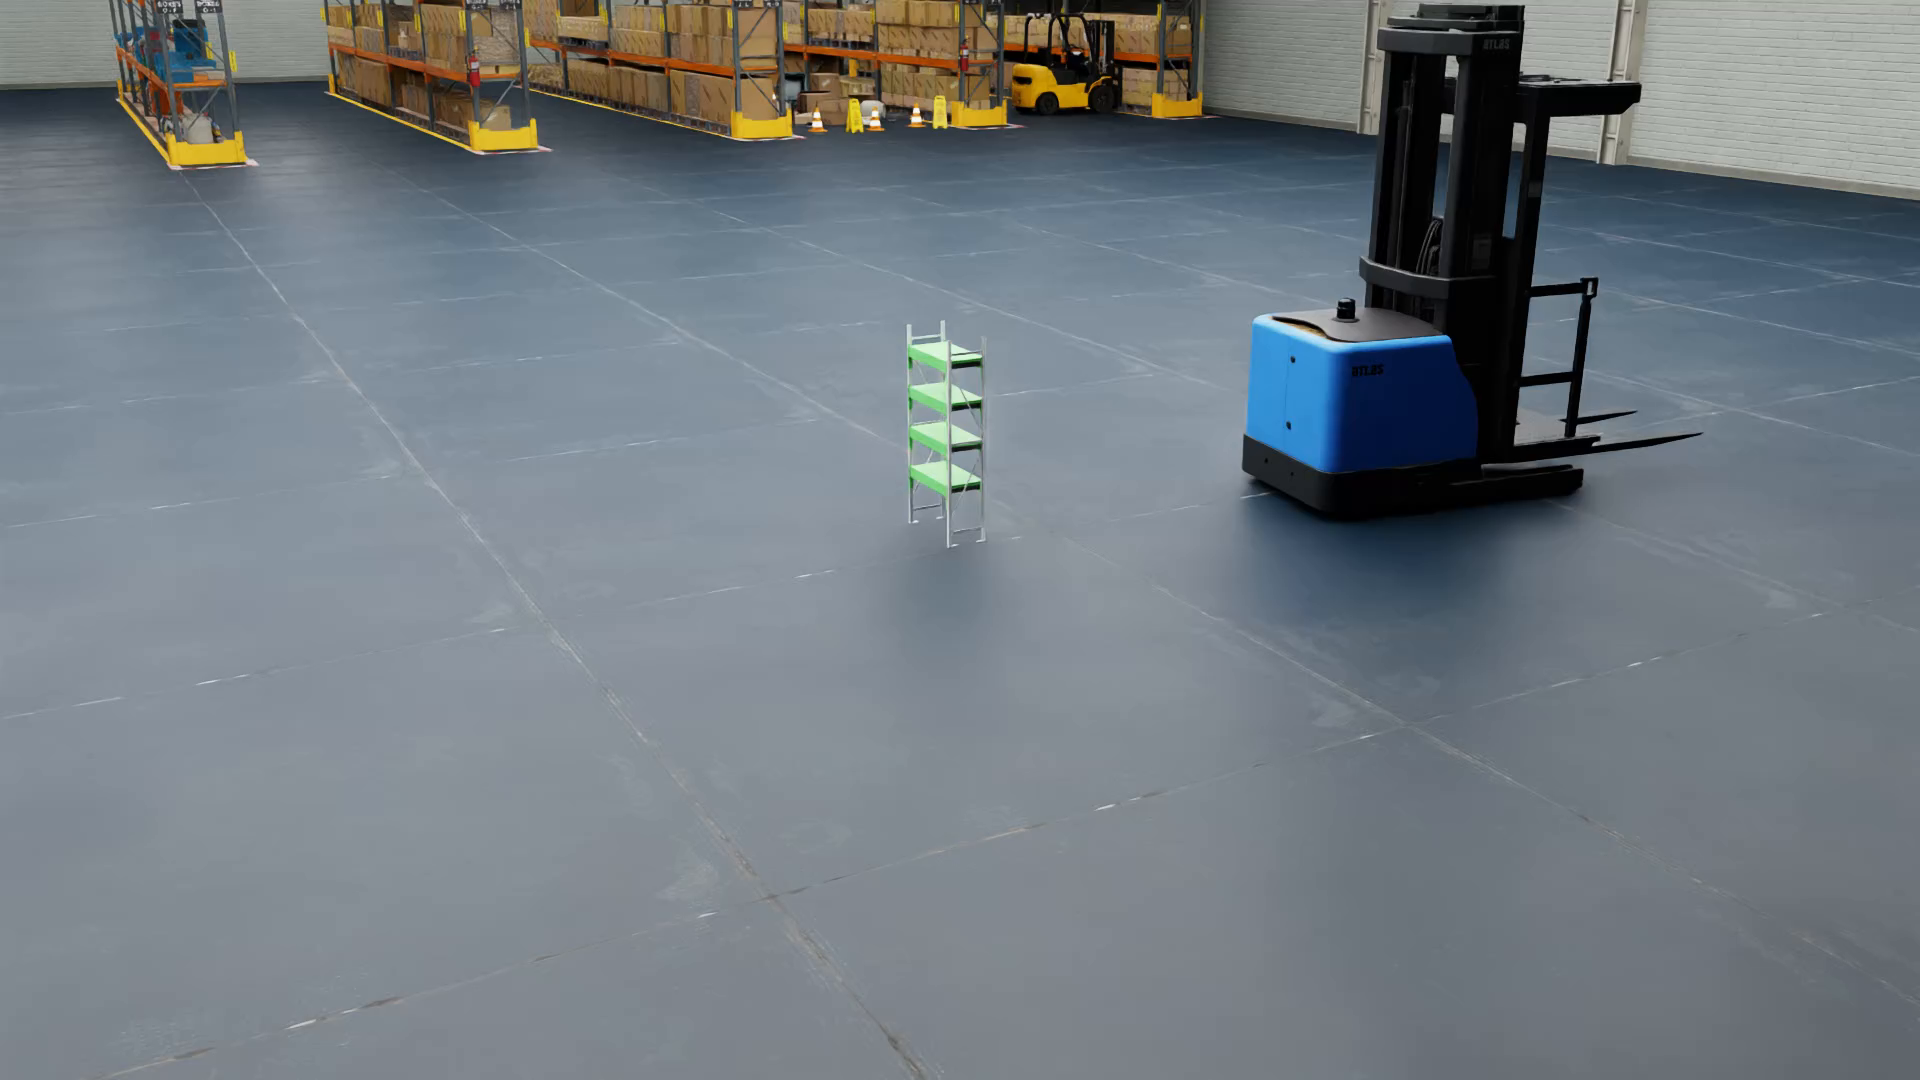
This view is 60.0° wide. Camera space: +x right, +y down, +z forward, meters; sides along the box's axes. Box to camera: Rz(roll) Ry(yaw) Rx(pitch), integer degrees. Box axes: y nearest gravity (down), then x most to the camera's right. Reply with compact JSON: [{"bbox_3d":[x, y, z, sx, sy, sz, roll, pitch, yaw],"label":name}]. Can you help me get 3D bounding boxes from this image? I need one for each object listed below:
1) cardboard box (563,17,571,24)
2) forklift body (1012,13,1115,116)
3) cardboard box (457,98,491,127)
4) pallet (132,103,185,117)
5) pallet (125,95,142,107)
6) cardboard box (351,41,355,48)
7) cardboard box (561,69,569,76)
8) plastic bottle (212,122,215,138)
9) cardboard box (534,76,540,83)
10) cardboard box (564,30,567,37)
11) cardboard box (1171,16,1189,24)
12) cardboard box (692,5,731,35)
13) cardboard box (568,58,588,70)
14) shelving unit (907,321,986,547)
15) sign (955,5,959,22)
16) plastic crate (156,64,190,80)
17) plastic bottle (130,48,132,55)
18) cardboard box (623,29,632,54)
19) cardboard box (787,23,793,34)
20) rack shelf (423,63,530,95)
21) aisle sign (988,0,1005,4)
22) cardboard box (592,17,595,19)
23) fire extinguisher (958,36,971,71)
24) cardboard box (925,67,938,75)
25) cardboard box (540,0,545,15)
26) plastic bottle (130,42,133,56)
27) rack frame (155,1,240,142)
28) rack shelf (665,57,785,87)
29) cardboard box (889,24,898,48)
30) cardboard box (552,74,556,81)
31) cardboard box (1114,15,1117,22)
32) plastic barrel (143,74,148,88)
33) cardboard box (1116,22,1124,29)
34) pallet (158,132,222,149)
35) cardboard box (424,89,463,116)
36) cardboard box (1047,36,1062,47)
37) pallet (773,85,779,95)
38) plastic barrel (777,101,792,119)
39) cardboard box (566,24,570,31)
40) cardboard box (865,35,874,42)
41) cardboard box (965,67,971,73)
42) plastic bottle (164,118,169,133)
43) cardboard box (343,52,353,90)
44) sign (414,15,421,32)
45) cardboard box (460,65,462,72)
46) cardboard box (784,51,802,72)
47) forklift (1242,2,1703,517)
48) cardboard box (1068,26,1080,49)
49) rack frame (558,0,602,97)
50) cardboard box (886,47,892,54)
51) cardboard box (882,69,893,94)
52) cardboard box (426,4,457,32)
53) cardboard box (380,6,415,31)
[{"bbox_3d":[-9.528,-12.759,40.839,0.380,0.149,0.250,-10,21,-26],"label":"cardboard box"},{"bbox_3d":[2.300,-10.717,37.393,2.313,2.155,1.214,-10,21,-27],"label":"forklift body"},{"bbox_3d":[-9.384,-8.267,32.178,0.500,0.500,0.500,-12,22,-31],"label":"cardboard box"},{"bbox_3d":[-18.009,-9.683,37.370,1.003,0.211,1.213,-10,21,-27],"label":"pallet"},{"bbox_3d":[-19.306,-10.467,39.641,1.003,0.211,1.213,-10,21,-27],"label":"pallet"},{"bbox_3d":[-14.413,-11.915,39.947,0.380,0.149,0.250,-10,21,-26],"label":"cardboard box"},{"bbox_3d":[-9.965,-11.930,42.420,0.380,0.149,0.250,-9,21,-25],"label":"cardboard box"},{"bbox_3d":[-13.390,-7.370,29.900,0.097,0.271,0.097,0,19,0],"label":"plastic bottle"},{"bbox_3d":[-11.154,-12.312,44.440,0.380,0.149,0.250,-10,21,-26],"label":"cardboard box"},{"bbox_3d":[-9.533,-12.480,40.942,0.380,0.149,0.250,-10,21,-26],"label":"cardboard box"},{"bbox_3d":[4.835,-11.481,36.701,0.380,0.149,0.250,-10,22,-28],"label":"cardboard box"},{"bbox_3d":[-4.866,-10.442,33.410,0.875,0.550,0.500,-10,21,-27],"label":"cardboard box"},{"bbox_3d":[-9.449,-11.854,41.425,0.500,0.250,0.500,-11,22,-29],"label":"cardboard box"},{"bbox_3d":[-0.079,-0.615,9.573,0.258,1.200,0.503,-10,21,-27],"label":"shelving unit"},{"bbox_3d":[-0.058,-10.703,33.792,0.100,0.325,0.005,-10,21,-27],"label":"sign"},{"bbox_3d":[-13.445,-7.999,28.442,0.499,0.251,0.408,-10,21,-27],"label":"plastic crate"},{"bbox_3d":[-17.984,-10.640,36.173,0.097,0.201,0.097,0,19,0],"label":"plastic bottle"},{"bbox_3d":[-7.209,-11.174,37.262,0.500,0.500,0.500,-10,21,-27],"label":"cardboard box"},{"bbox_3d":[-4.059,-12.795,41.577,0.500,0.250,0.500,-11,22,-28],"label":"cardboard box"},{"bbox_3d":[-9.231,-8.786,31.597,1.077,0.370,4.000,-10,21,-27],"label":"rack shelf"},{"bbox_3d":[0.742,-11.346,33.928,0.394,0.787,0.004,-10,21,-27],"label":"aisle sign"},{"bbox_3d":[-8.830,-12.785,40.914,0.380,0.149,0.250,-10,21,-27],"label":"cardboard box"},{"bbox_3d":[0.089,-9.946,33.975,0.296,0.674,0.183,-10,21,-27],"label":"fire extinguisher"},{"bbox_3d":[-0.520,-10.004,35.452,0.380,0.149,0.250,-10,21,-26],"label":"cardboard box"},{"bbox_3d":[-10.509,-13.786,42.843,0.500,0.500,0.500,-9,21,-25],"label":"cardboard box"},{"bbox_3d":[-18.015,-10.713,36.270,0.152,0.276,0.135,-10,21,-27],"label":"plastic bottle"},{"bbox_3d":[-12.641,-7.785,27.593,1.000,3.000,0.127,-10,21,-27],"label":"rack frame"},{"bbox_3d":[-4.818,-9.525,33.740,1.077,0.370,4.000,-10,21,-27],"label":"rack shelf"},{"bbox_3d":[-1.237,-11.113,36.629,0.500,0.500,0.500,-10,21,-27],"label":"cardboard box"},{"bbox_3d":[-10.278,-11.919,42.844,0.380,0.149,0.250,-11,22,-29],"label":"cardboard box"},{"bbox_3d":[3.717,-11.861,37.802,0.380,0.149,0.250,-10,21,-26],"label":"cardboard box"},{"bbox_3d":[-17.759,-10.074,36.800,0.600,0.901,0.708,-10,21,-27],"label":"plastic barrel"},{"bbox_3d":[3.764,-11.631,37.593,0.380,0.149,0.250,-10,21,-26],"label":"cardboard box"},{"bbox_3d":[-14.258,-7.415,30.798,1.003,0.211,1.213,-10,21,-27],"label":"pallet"},{"bbox_3d":[-10.664,-9.046,34.406,0.700,0.500,0.500,-10,21,-27],"label":"cardboard box"},{"bbox_3d":[2.437,-12.038,40.150,0.500,0.250,0.500,-9,21,-25],"label":"cardboard box"},{"bbox_3d":[-4.243,-11.653,43.078,1.003,0.211,1.213,-10,21,-27],"label":"pallet"},{"bbox_3d":[-3.879,-9.133,35.451,0.512,0.421,0.421,4,19,11],"label":"plastic barrel"},{"bbox_3d":[-9.413,-12.549,40.686,0.380,0.149,0.250,-11,22,-29],"label":"cardboard box"},{"bbox_3d":[-1.947,-11.420,37.869,0.380,0.149,0.250,-10,21,-26],"label":"cardboard box"},{"bbox_3d":[0.389,-12.404,44.167,0.500,0.500,0.500,-10,22,-27],"label":"cardboard box"},{"bbox_3d":[-14.230,-7.416,29.912,0.144,0.351,0.185,-10,21,-27],"label":"plastic bottle"},{"bbox_3d":[-15.073,-11.906,42.152,0.875,0.875,0.875,-10,21,-27],"label":"cardboard box"},{"bbox_3d":[-10.668,-10.160,32.703,0.100,0.325,0.005,-10,21,-27],"label":"sign"},{"bbox_3d":[-8.986,-8.693,30.610,0.380,0.149,0.250,-10,21,-27],"label":"cardboard box"},{"bbox_3d":[-4.034,-12.045,42.554,0.875,0.875,0.875,-10,21,-26],"label":"cardboard box"},{"bbox_3d":[3.389,-1.810,10.384,3.031,2.935,1.130,-7,20,-20],"label":"forklift"},{"bbox_3d":[2.888,-11.884,39.321,0.500,0.500,0.500,-11,22,-28],"label":"cardboard box"},{"bbox_3d":[-9.567,-12.736,41.942,1.000,3.000,0.127,-10,21,-27],"label":"rack frame"},{"bbox_3d":[-1.427,-10.912,37.040,0.380,0.149,0.250,-9,21,-25],"label":"cardboard box"},{"bbox_3d":[-1.417,-10.277,37.238,0.500,0.500,0.500,-9,21,-24],"label":"cardboard box"},{"bbox_3d":[-9.952,-10.049,32.012,0.500,0.500,0.500,-10,21,-27],"label":"cardboard box"},{"bbox_3d":[-12.413,-11.582,36.907,0.797,0.503,0.637,-9,21,-25],"label":"cardboard box"}]
